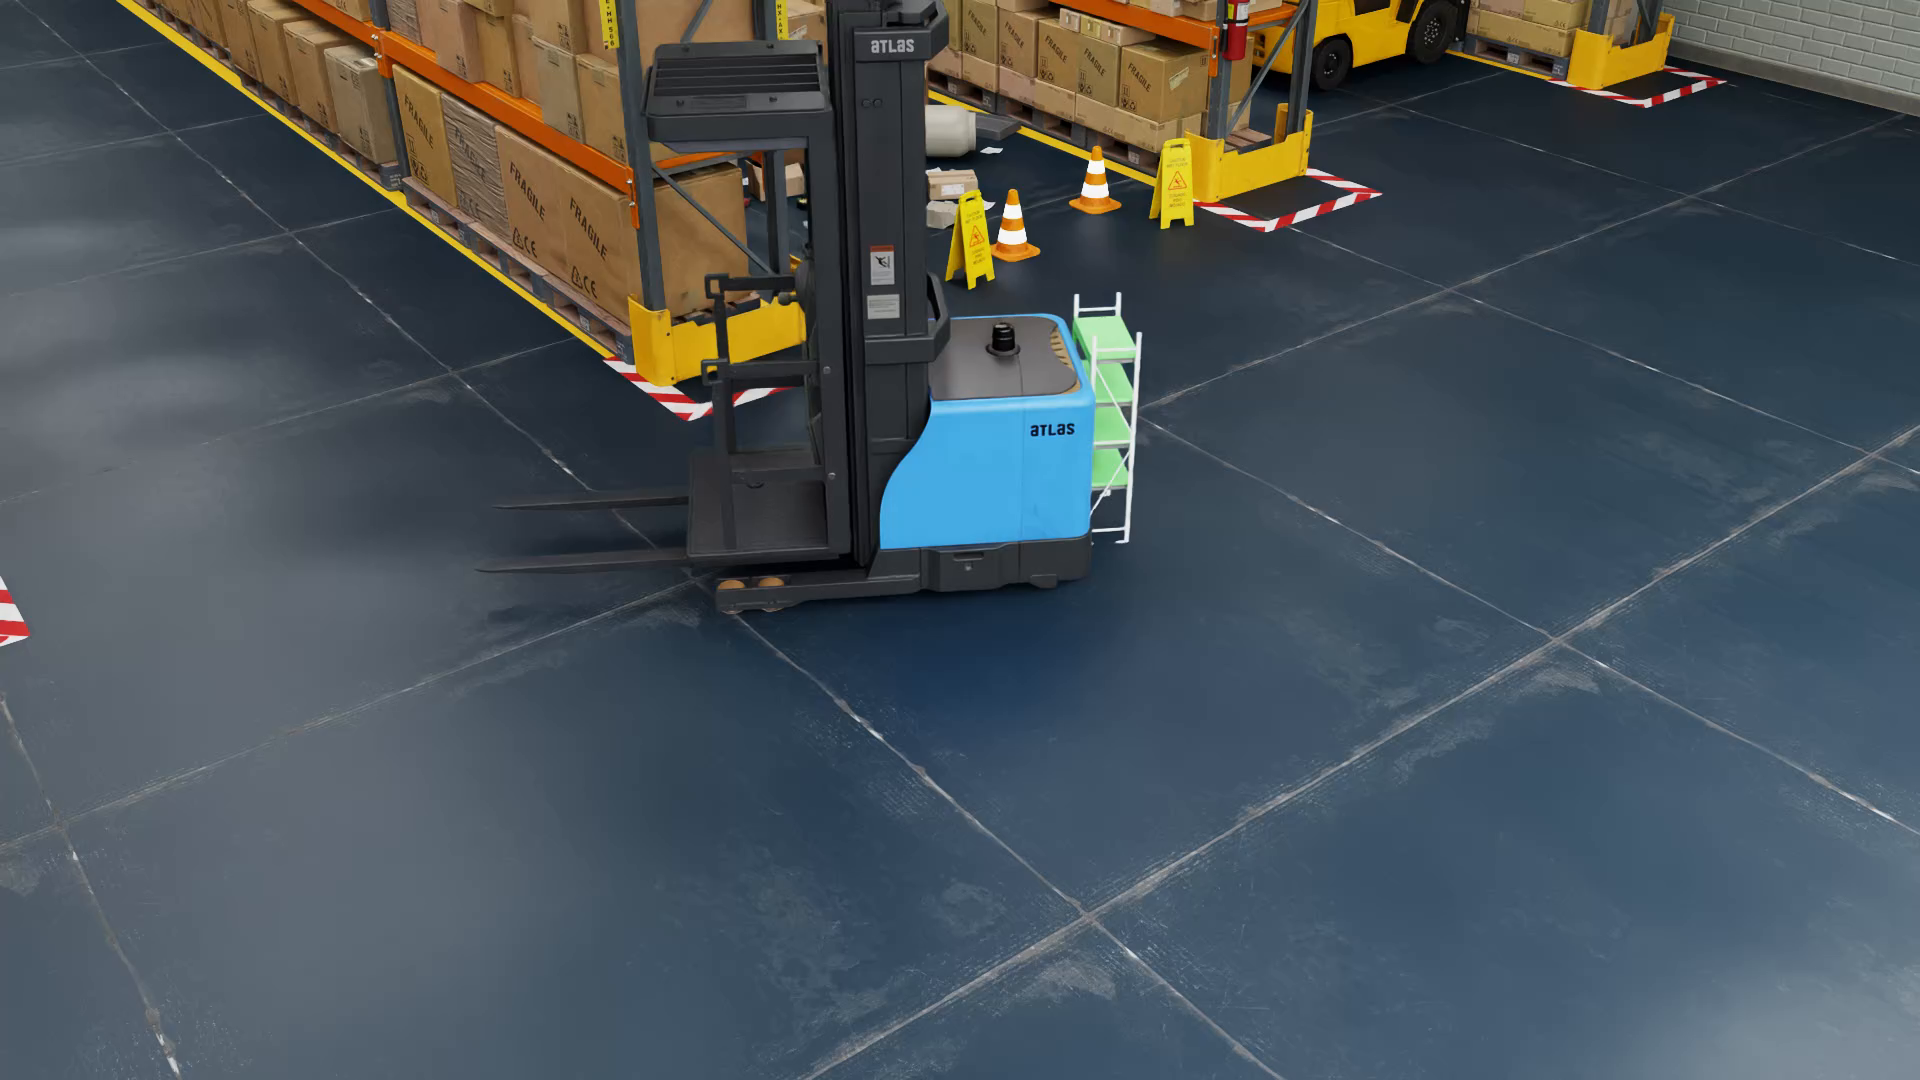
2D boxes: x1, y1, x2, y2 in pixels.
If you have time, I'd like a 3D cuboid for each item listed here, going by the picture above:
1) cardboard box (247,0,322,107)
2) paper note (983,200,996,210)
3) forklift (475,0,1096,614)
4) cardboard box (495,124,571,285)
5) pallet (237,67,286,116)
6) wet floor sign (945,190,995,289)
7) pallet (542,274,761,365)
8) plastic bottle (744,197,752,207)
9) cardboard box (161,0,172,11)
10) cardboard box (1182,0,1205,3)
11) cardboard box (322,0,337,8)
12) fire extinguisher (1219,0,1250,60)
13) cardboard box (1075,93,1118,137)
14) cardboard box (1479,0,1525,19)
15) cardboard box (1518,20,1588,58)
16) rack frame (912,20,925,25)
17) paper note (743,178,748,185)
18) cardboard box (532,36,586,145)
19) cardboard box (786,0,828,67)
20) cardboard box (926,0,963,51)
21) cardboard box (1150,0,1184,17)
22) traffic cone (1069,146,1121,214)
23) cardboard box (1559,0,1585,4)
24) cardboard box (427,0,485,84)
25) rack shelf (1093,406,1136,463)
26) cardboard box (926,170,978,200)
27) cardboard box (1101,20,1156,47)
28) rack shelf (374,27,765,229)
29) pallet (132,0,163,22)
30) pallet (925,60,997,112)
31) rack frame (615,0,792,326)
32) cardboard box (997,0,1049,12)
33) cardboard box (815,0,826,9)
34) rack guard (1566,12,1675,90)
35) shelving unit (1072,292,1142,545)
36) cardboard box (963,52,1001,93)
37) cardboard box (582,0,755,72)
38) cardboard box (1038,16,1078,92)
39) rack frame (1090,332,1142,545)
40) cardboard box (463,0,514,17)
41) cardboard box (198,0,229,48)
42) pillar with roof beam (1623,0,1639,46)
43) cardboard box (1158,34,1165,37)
[{"bbox_3d":[-5.578,-4.387,14.705,1.050,0.750,0.750,-22,38,-31],"label":"cardboard box"},{"bbox_3d":[0.183,-2.609,12.922,0.142,0.019,0.148,18,36,27],"label":"paper note"},{"bbox_3d":[-0.896,-1.176,7.866,3.031,2.935,1.130,-3,32,-6],"label":"forklift"},{"bbox_3d":[-2.522,-2.380,11.354,0.875,0.875,0.875,-23,39,-32],"label":"cardboard box"},{"bbox_3d":[-5.995,-4.273,15.430,1.003,0.211,1.213,-22,38,-31],"label":"pallet"},{"bbox_3d":[0.069,-2.105,11.528,0.232,0.644,0.267,26,40,35],"label":"wet floor sign"},{"bbox_3d":[-2.065,-1.600,11.126,1.003,0.211,1.213,-22,38,-31],"label":"pallet"},{"bbox_3d":[-1.738,-2.605,12.887,0.133,0.061,0.283,18,36,27],"label":"plastic bottle"},{"bbox_3d":[-7.971,-5.767,17.163,0.500,0.500,0.500,-22,38,-31],"label":"cardboard box"},{"bbox_3d":[1.784,-4.426,12.657,0.500,0.500,0.500,-23,39,-32],"label":"cardboard box"},{"bbox_3d":[-4.807,-4.528,13.102,0.500,0.500,0.500,-23,38,-32],"label":"cardboard box"},{"bbox_3d":[2.041,-3.891,12.245,0.296,0.674,0.183,-22,38,-31],"label":"fire extinguisher"},{"bbox_3d":[1.315,-3.599,13.910,0.500,0.250,0.500,-22,38,-31],"label":"cardboard box"},{"bbox_3d":[5.409,-5.265,16.118,0.500,0.250,0.500,-23,38,-32],"label":"cardboard box"},{"bbox_3d":[5.716,-4.832,15.895,0.500,0.250,0.500,-22,38,-31],"label":"cardboard box"},{"bbox_3d":[-0.118,-5.787,15.225,1.000,3.000,0.127,-22,38,-31],"label":"rack frame"},{"bbox_3d":[-1.688,-2.905,13.406,0.172,0.023,0.155,-10,33,-15],"label":"paper note"},{"bbox_3d":[-2.131,-2.903,10.438,0.875,0.550,0.550,-22,38,-31],"label":"cardboard box"},{"bbox_3d":[-1.506,-4.459,14.737,0.500,0.500,0.500,-22,38,-31],"label":"cardboard box"},{"bbox_3d":[0.031,-4.783,15.105,0.500,0.500,0.500,-20,37,-29],"label":"cardboard box"},{"bbox_3d":[1.694,-4.170,12.859,0.380,0.149,0.250,-23,38,-32],"label":"cardboard box"},{"bbox_3d":[1.052,-2.804,12.827,0.336,0.463,0.334,-22,38,-31],"label":"traffic cone"},{"bbox_3d":[5.725,-5.254,15.627,0.500,0.250,0.500,-21,37,-30],"label":"cardboard box"},{"bbox_3d":[-3.137,-3.572,11.517,0.875,0.550,0.550,-22,38,-31],"label":"cardboard box"},{"bbox_3d":[0.734,-0.566,8.646,0.258,0.148,0.480,-4,32,-6],"label":"rack shelf"},{"bbox_3d":[-0.064,-2.802,13.120,0.380,0.149,0.250,-4,32,-7],"label":"cardboard box"},{"bbox_3d":[1.360,-4.106,13.400,0.380,0.149,0.250,-21,38,-30],"label":"cardboard box"},{"bbox_3d":[-2.740,-3.005,11.426,1.077,0.370,4.000,-22,38,-31],"label":"rack shelf"},{"bbox_3d":[-8.393,-5.969,18.161,1.003,0.211,1.213,-22,38,-31],"label":"pallet"},{"bbox_3d":[0.322,-4.334,15.529,1.003,0.211,1.213,-22,38,-31],"label":"pallet"},{"bbox_3d":[-1.513,-2.477,9.895,1.000,3.000,0.127,-22,38,-31],"label":"rack frame"},{"bbox_3d":[0.544,-4.662,14.296,0.380,0.149,0.250,-20,37,-29],"label":"cardboard box"},{"bbox_3d":[-0.885,-5.366,16.639,0.950,0.372,0.625,-20,37,-29],"label":"cardboard box"},{"bbox_3d":[6.268,-4.656,15.773,1.175,0.500,0.348,-22,38,-31],"label":"rack guard"},{"bbox_3d":[0.734,-0.621,8.612,0.258,1.200,0.503,-4,32,-6],"label":"shelving unit"},{"bbox_3d":[0.367,-4.246,14.951,0.500,0.250,0.500,-20,37,-29],"label":"cardboard box"},{"bbox_3d":[-1.710,-3.166,9.839,0.875,0.550,0.550,-22,38,-31],"label":"cardboard box"},{"bbox_3d":[1.011,-4.128,14.050,0.500,0.500,0.500,-23,39,-32],"label":"cardboard box"},{"bbox_3d":[0.764,-0.493,8.406,0.240,1.200,0.015,-4,32,-6],"label":"rack frame"},{"bbox_3d":[-2.784,-3.822,10.895,0.875,0.550,0.500,-22,38,-31],"label":"cardboard box"},{"bbox_3d":[-7.029,-5.117,16.117,0.500,0.500,0.500,-22,38,-32],"label":"cardboard box"},{"bbox_3d":[3.138,-7.465,12.241,9.100,9.000,0.400,-22,38,-31],"label":"pillar with roof beam"},{"bbox_3d":[1.720,-4.101,14.007,0.500,0.500,0.500,-24,39,-33],"label":"cardboard box"}]
